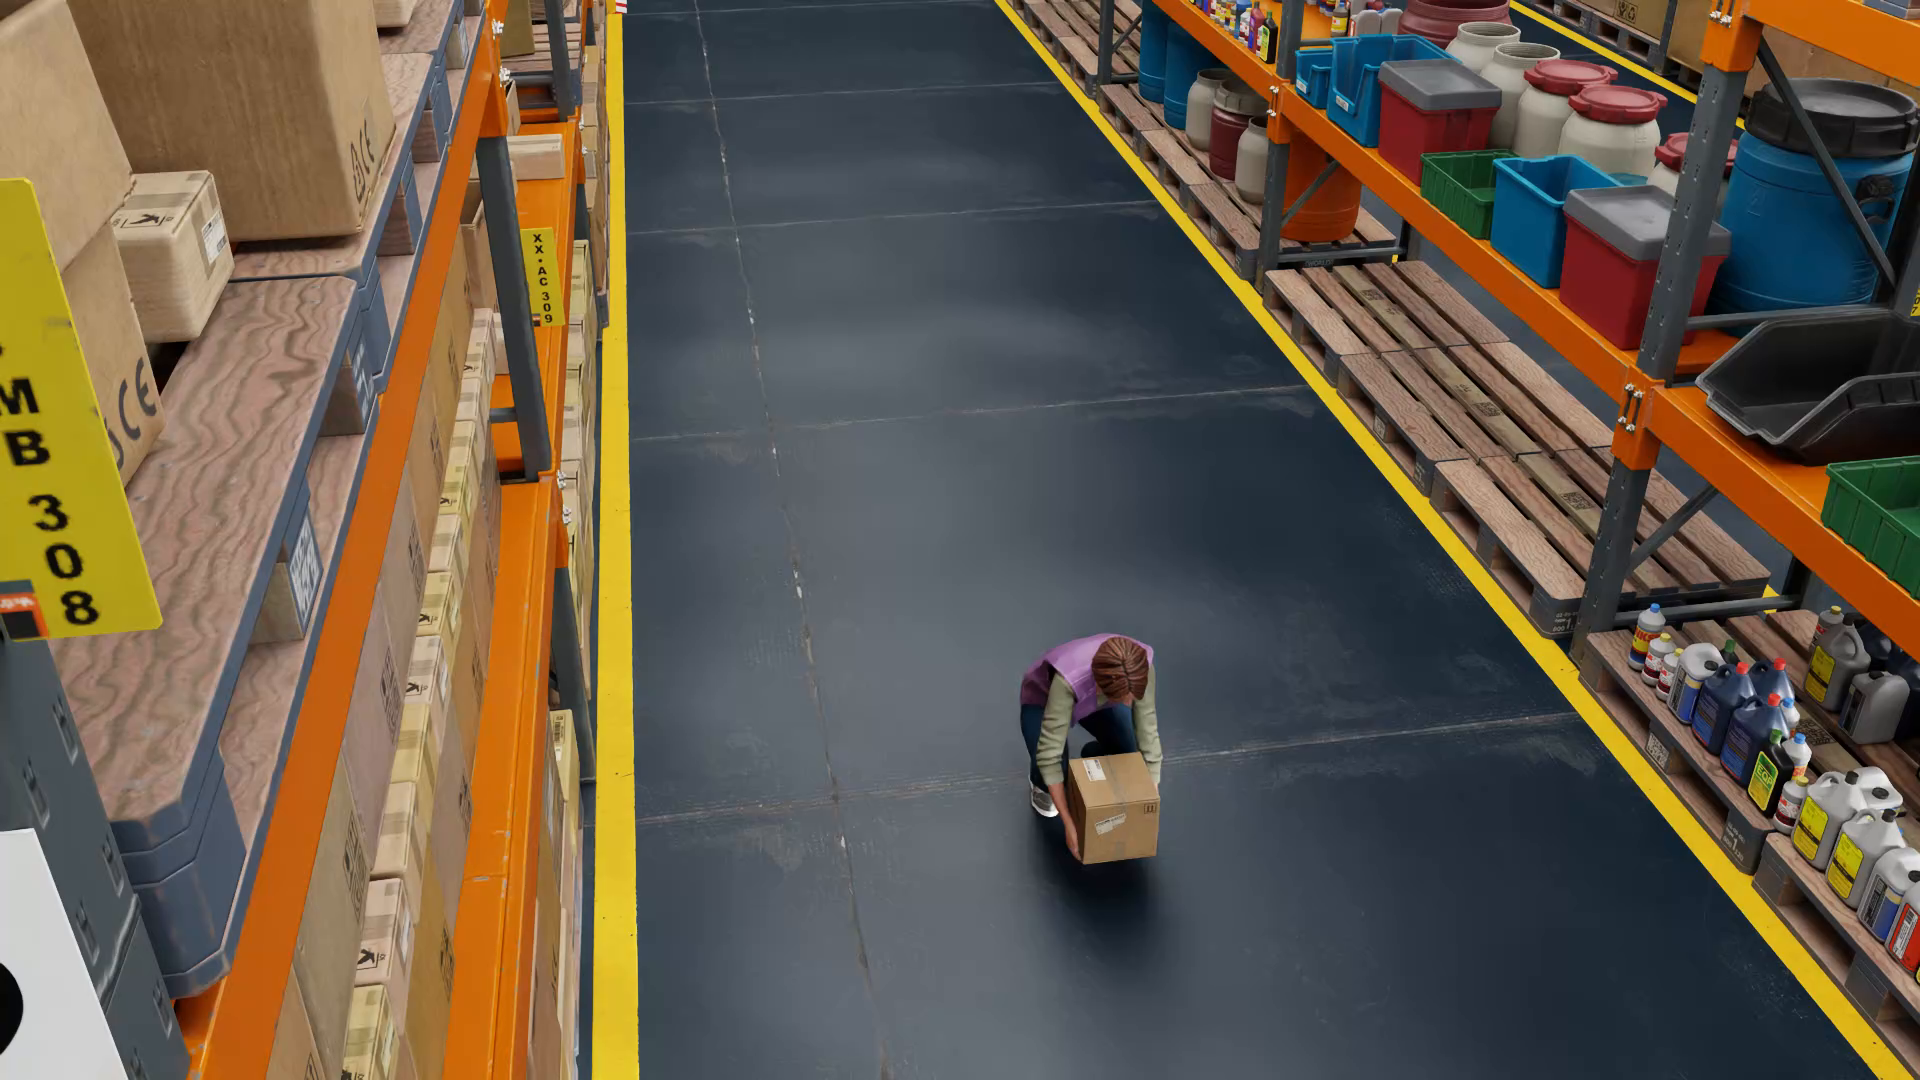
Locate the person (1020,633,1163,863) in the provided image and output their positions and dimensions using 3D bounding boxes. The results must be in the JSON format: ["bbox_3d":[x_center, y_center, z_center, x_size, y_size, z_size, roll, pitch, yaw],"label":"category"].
[{"bbox_3d":[0.447,0.633,5.796,0.448,0.881,0.810,-5,32,-9],"label":"person"}]
